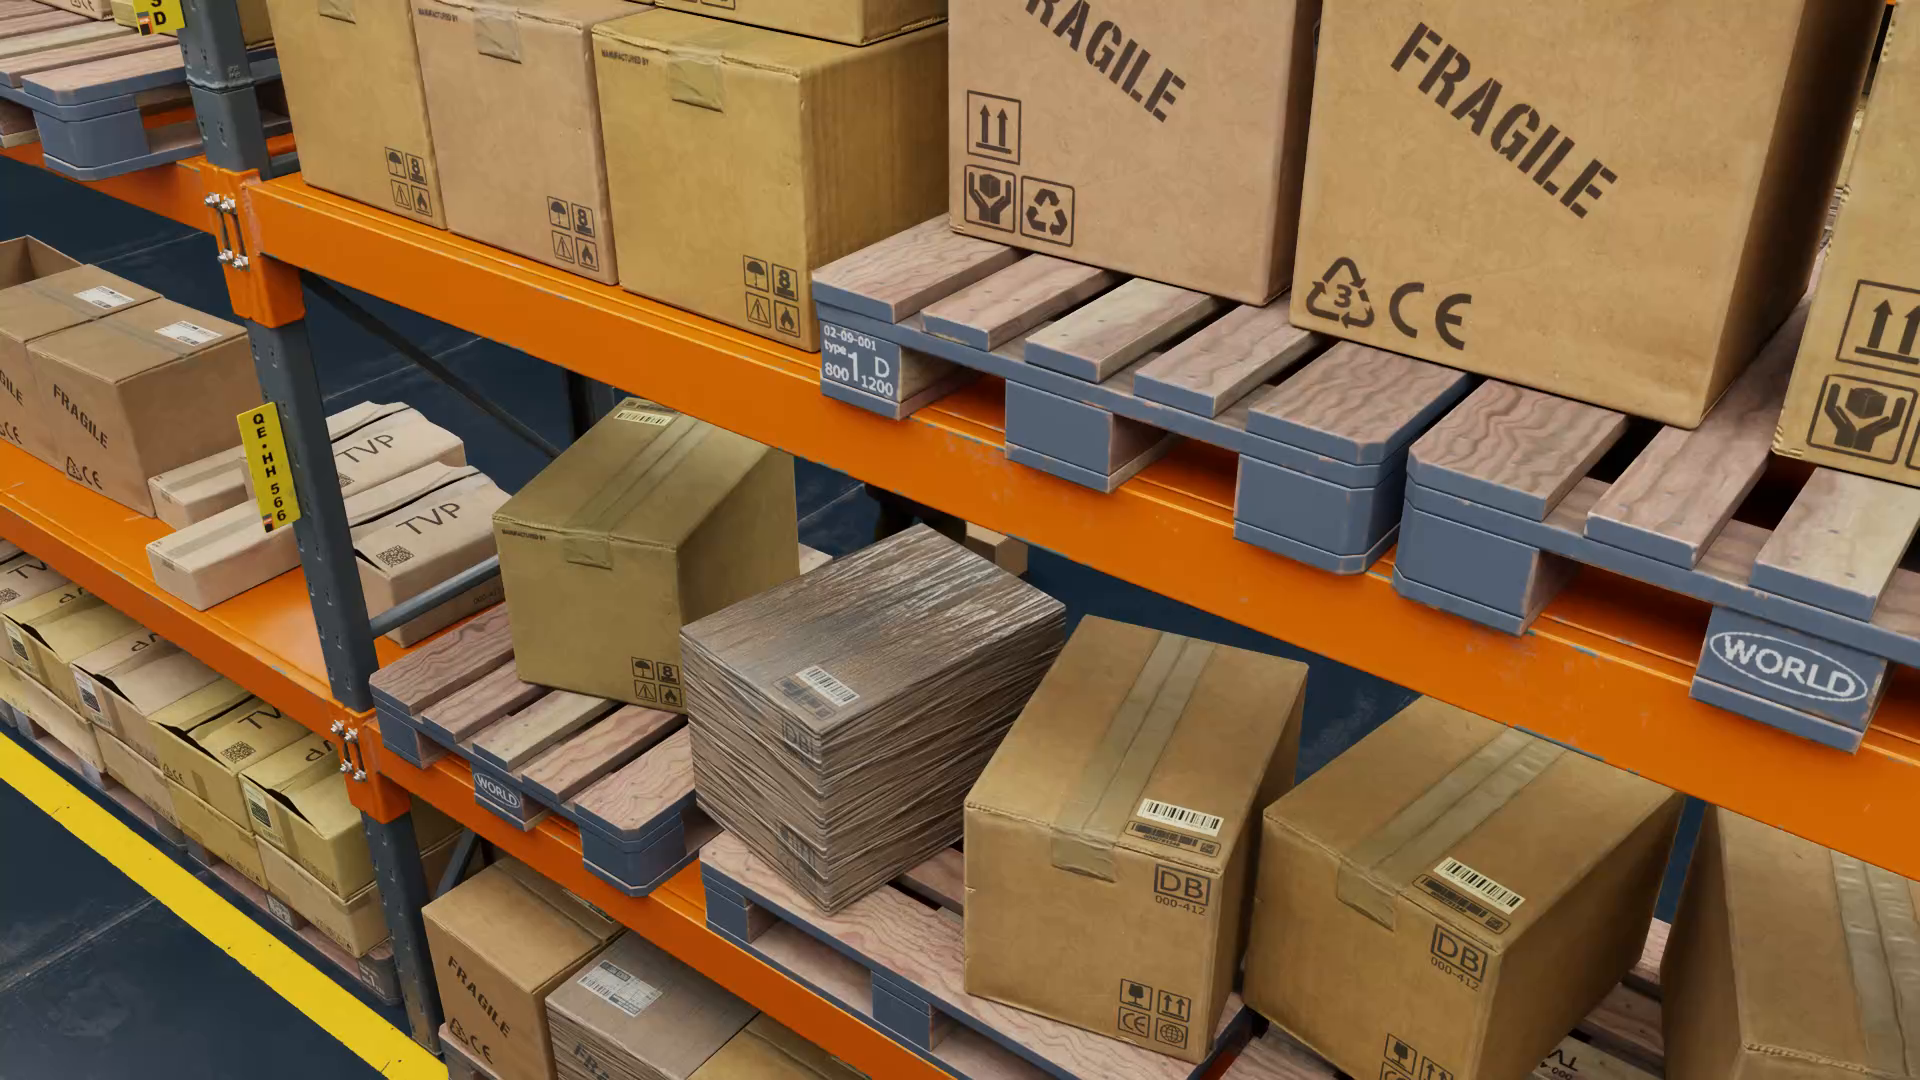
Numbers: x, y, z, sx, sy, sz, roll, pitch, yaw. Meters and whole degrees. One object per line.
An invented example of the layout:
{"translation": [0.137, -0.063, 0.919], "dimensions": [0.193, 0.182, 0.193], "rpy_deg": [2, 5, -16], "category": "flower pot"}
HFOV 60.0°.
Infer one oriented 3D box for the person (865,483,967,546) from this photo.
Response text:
{"translation": [-0.207, -0.398, 6.859], "dimensions": [0.579, 1.752, 0.390], "rpy_deg": [22, 37, 32], "category": "person"}
